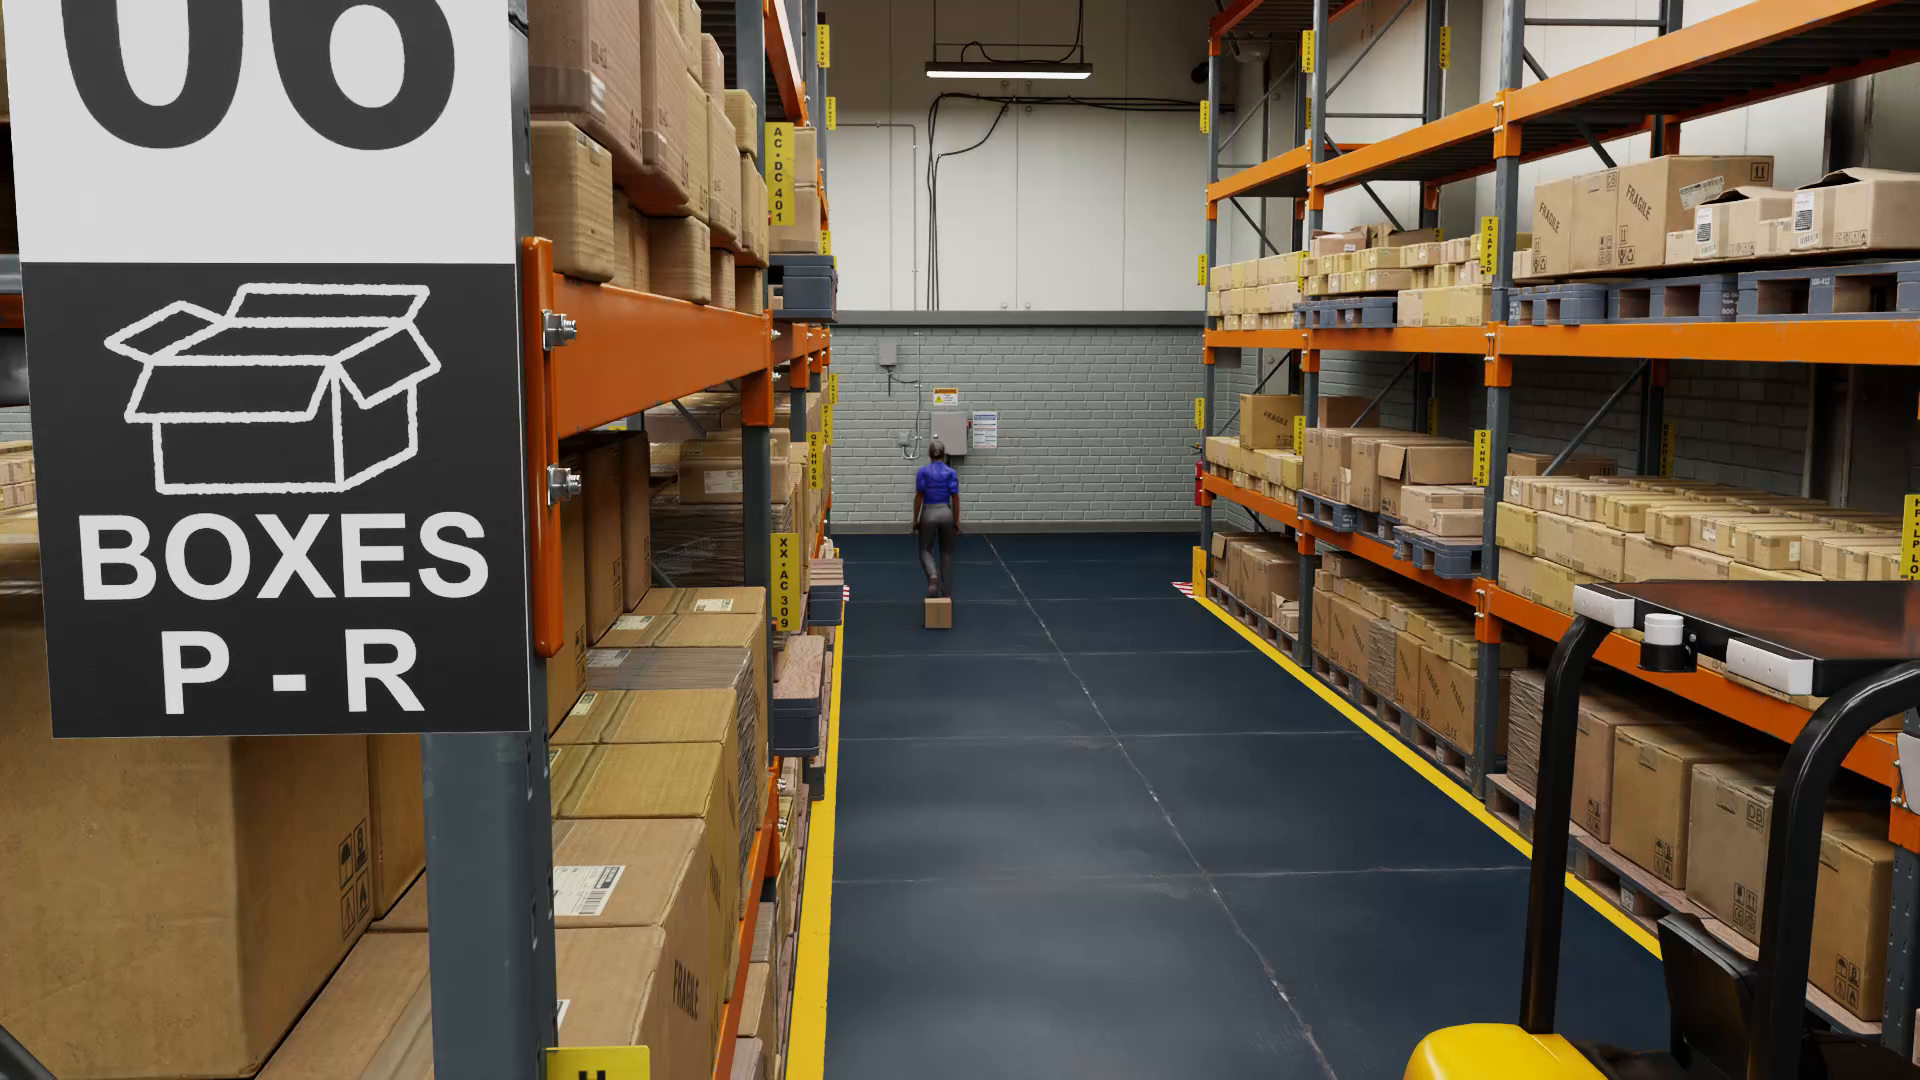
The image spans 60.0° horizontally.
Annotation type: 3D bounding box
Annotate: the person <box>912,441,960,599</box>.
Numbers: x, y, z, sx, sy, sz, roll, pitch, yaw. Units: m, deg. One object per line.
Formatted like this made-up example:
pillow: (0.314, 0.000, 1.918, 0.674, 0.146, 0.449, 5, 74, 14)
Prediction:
person: (-0.246, -0.193, 17.167, 0.496, 1.645, 0.580, -1, 7, -5)
